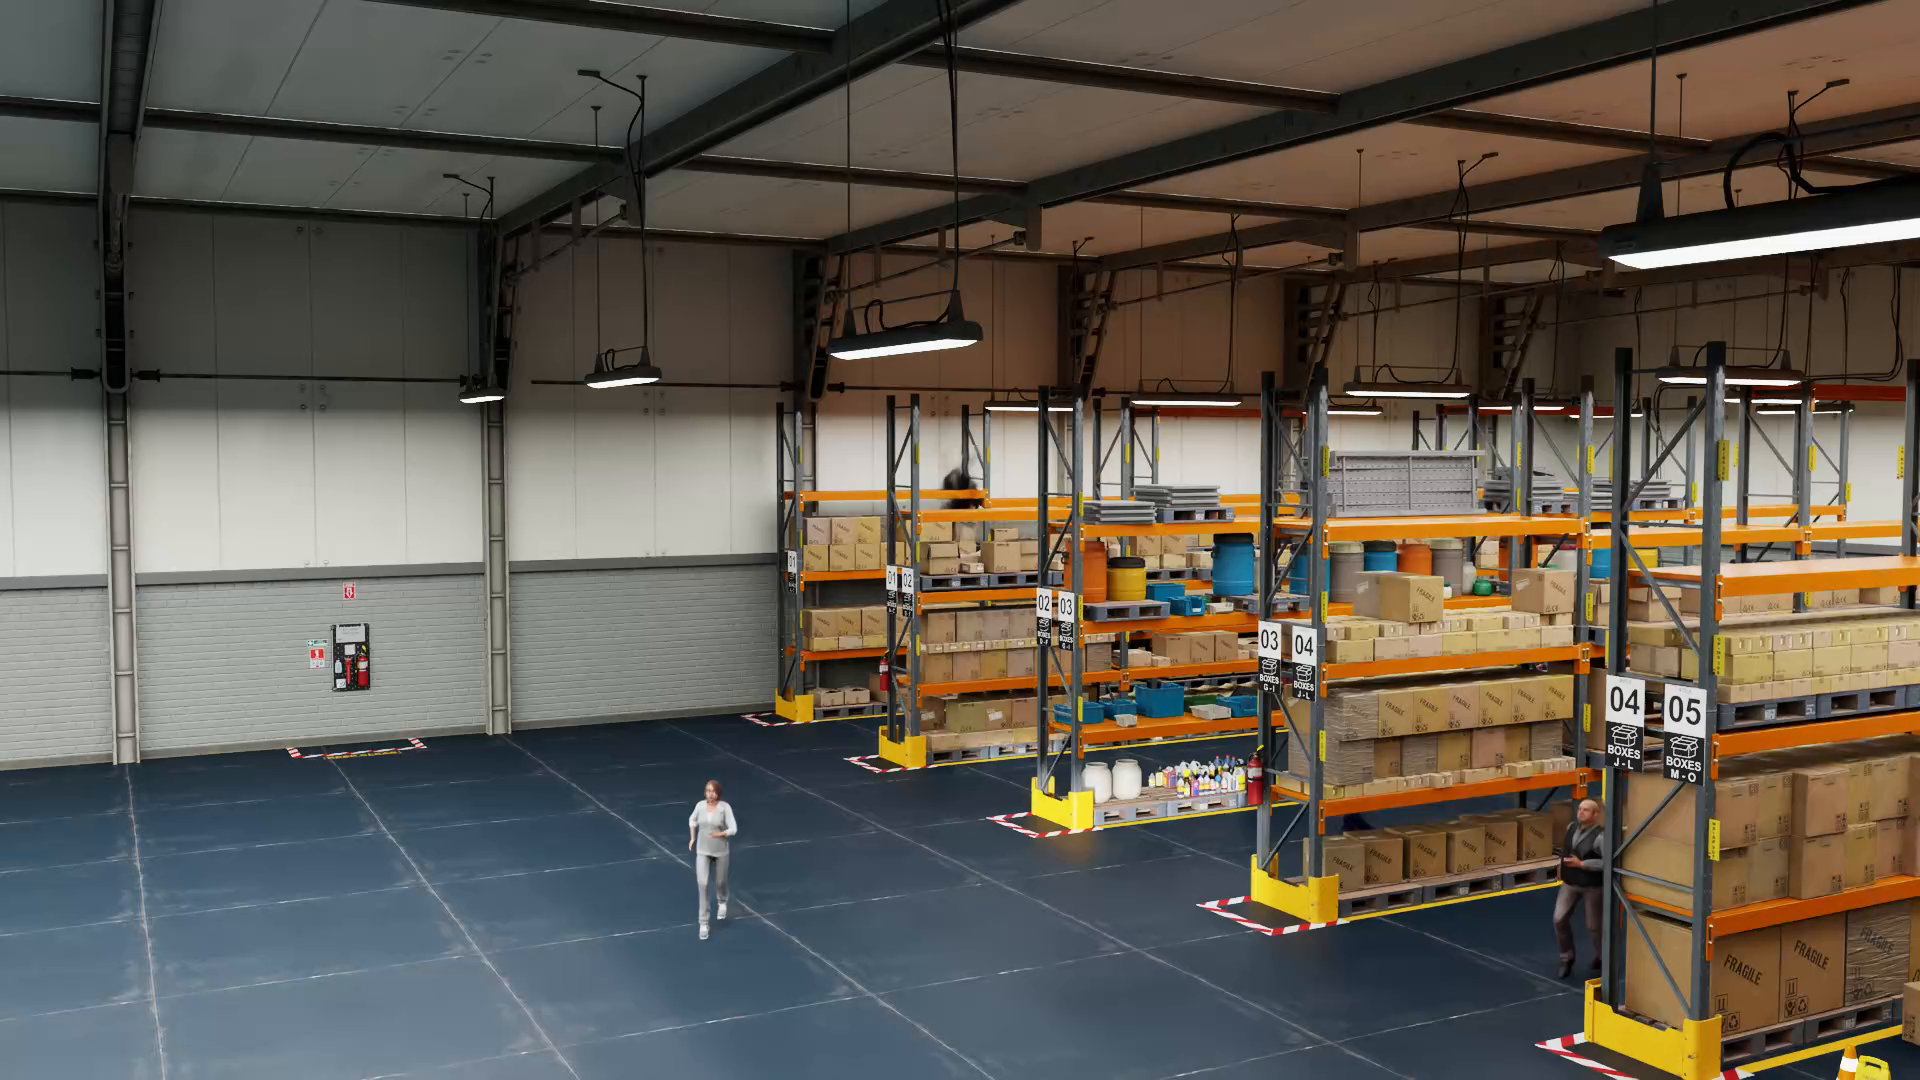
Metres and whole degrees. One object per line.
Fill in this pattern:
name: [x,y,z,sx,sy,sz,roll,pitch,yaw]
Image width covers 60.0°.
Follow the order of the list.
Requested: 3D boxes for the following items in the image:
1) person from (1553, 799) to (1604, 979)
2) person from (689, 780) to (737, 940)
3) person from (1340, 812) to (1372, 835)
person: [6.060,3.396,16.164,0.731,1.768,0.627,-3,4,-39]
person: [-2.630,3.343,17.674,0.539,1.589,0.871,0,3,0]
person: [4.958,3.126,21.025,0.880,1.647,0.608,-2,4,-32]
